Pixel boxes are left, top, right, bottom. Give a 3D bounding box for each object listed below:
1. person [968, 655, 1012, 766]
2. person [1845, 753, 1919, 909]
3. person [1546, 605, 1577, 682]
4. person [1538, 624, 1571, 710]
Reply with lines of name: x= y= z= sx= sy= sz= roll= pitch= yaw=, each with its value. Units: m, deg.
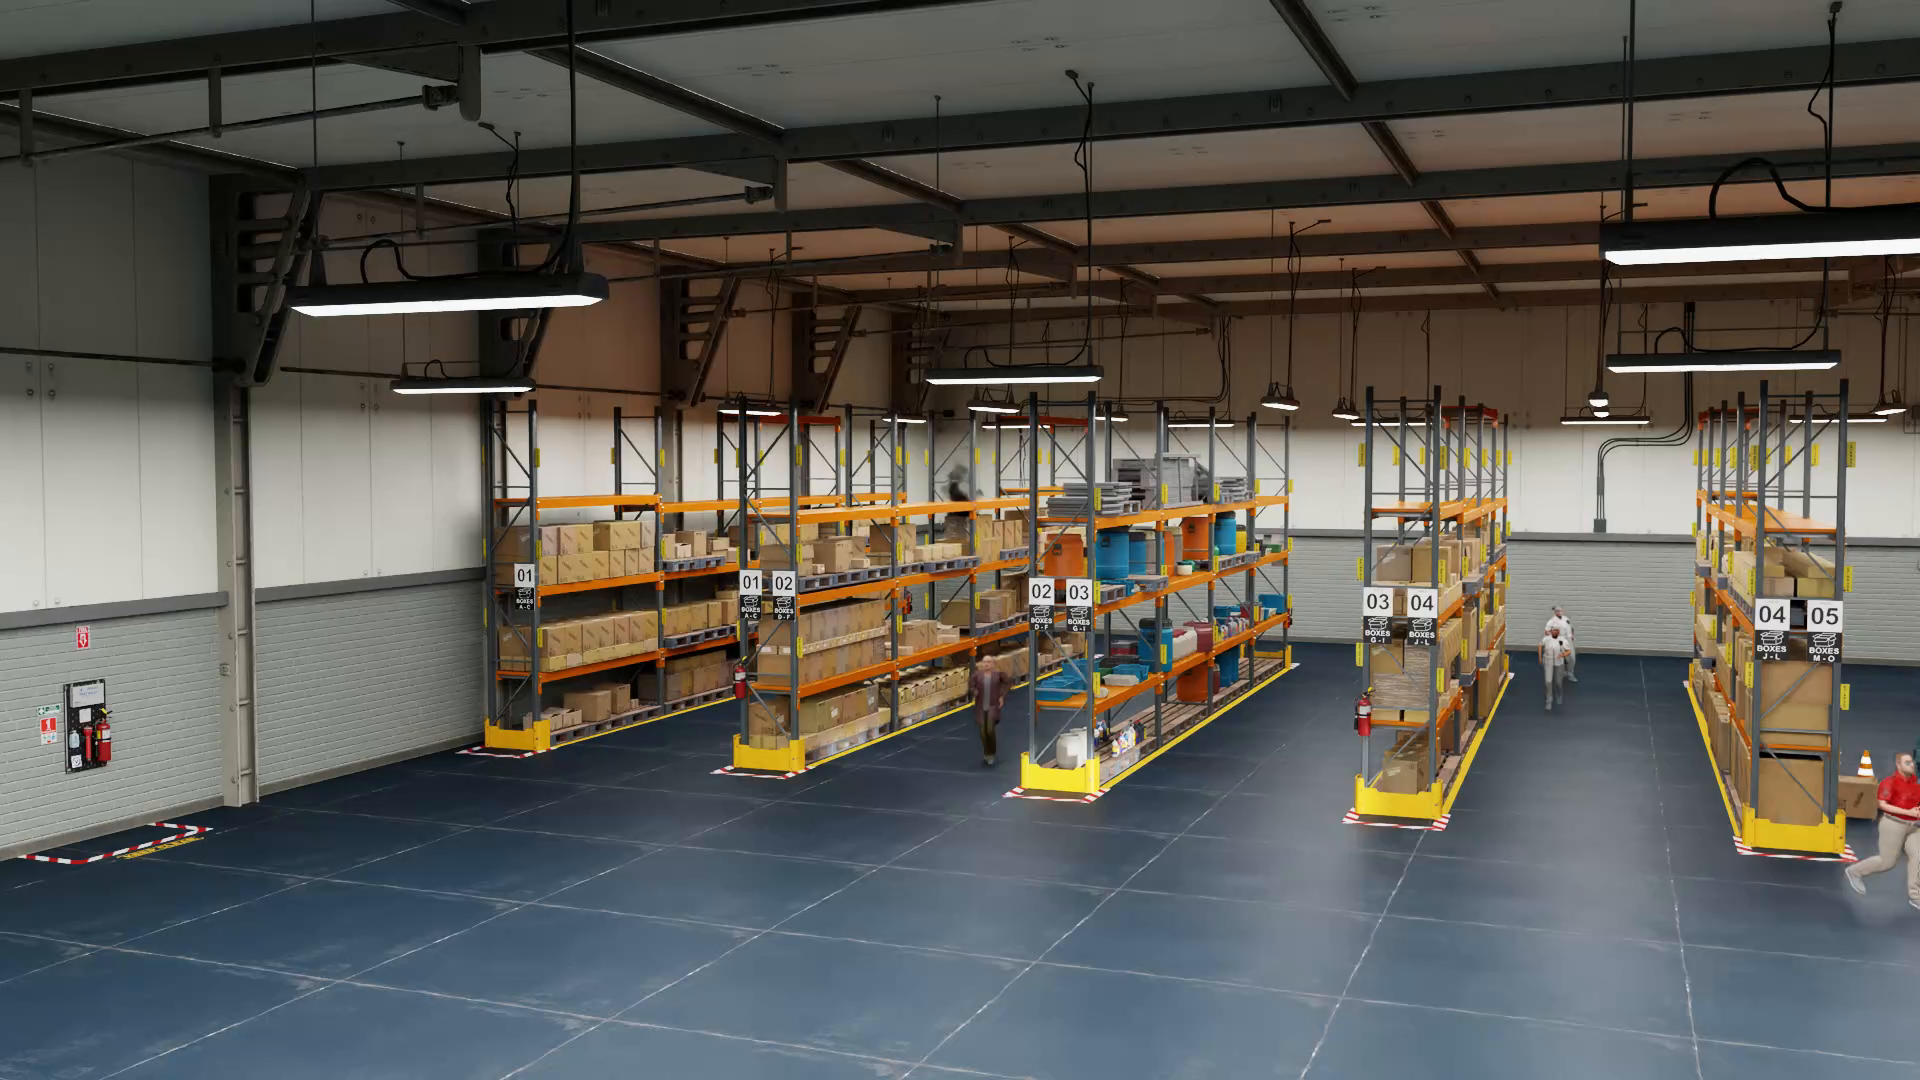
person: x=0.460 y=2.790 z=27.168 sx=0.702 sy=1.808 sz=0.742 roll=1 pitch=3 yaw=12
person: x=10.454 y=3.231 z=18.565 sx=0.672 sy=1.743 sz=0.968 roll=-1 pitch=3 yaw=-23
person: x=13.530 y=2.309 z=37.420 sx=0.695 sy=1.719 sz=0.608 roll=-1 pitch=3 yaw=-12
person: x=11.917 y=2.537 z=33.337 sx=0.618 sy=1.714 sz=0.803 roll=1 pitch=3 yaw=20
